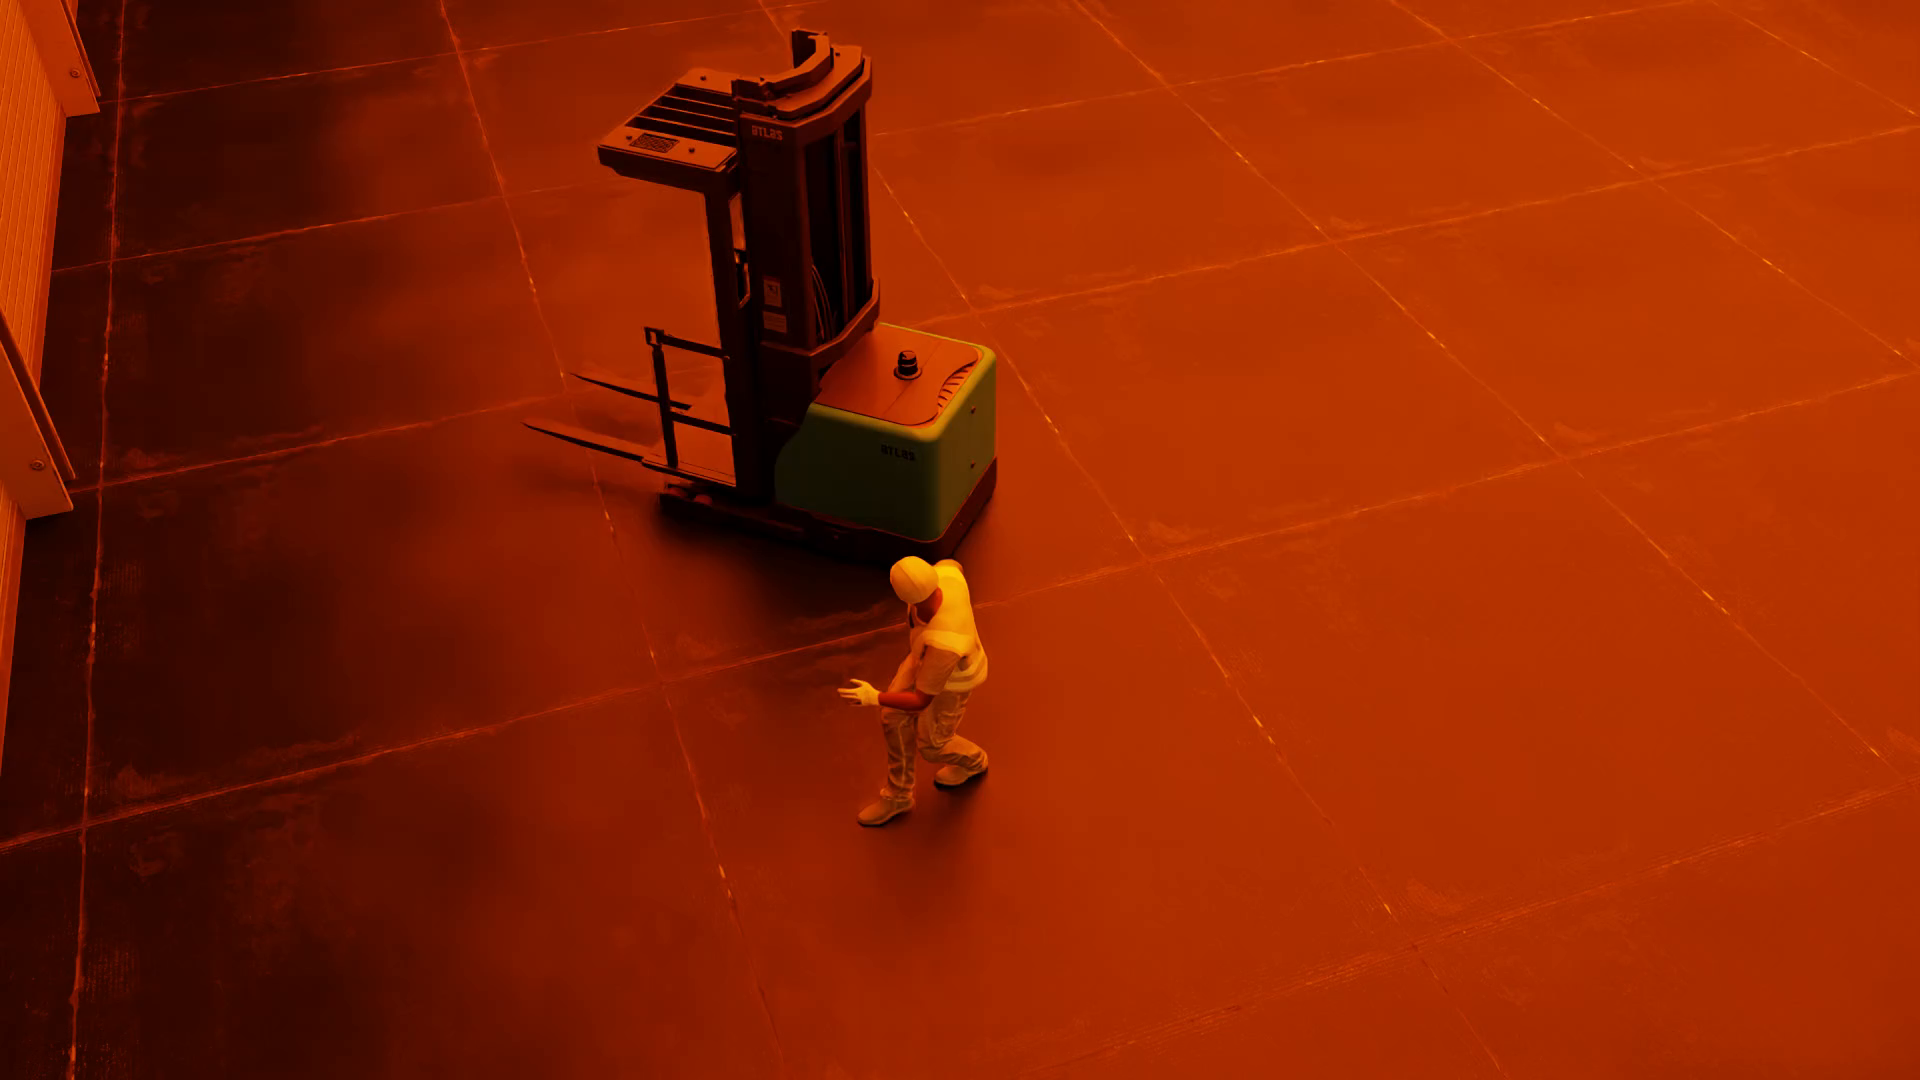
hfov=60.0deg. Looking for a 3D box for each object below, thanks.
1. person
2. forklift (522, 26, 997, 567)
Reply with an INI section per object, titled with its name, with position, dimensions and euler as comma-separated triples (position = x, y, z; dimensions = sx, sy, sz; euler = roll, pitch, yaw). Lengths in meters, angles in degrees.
[person]
position = -0.259, 0.636, 8.262
dimensions = 0.810, 1.613, 0.808
euler = -16, 42, -18
[forklift]
position = -1.334, -1.538, 9.828
dimensions = 3.031, 2.935, 1.130
euler = 15, 42, 17
